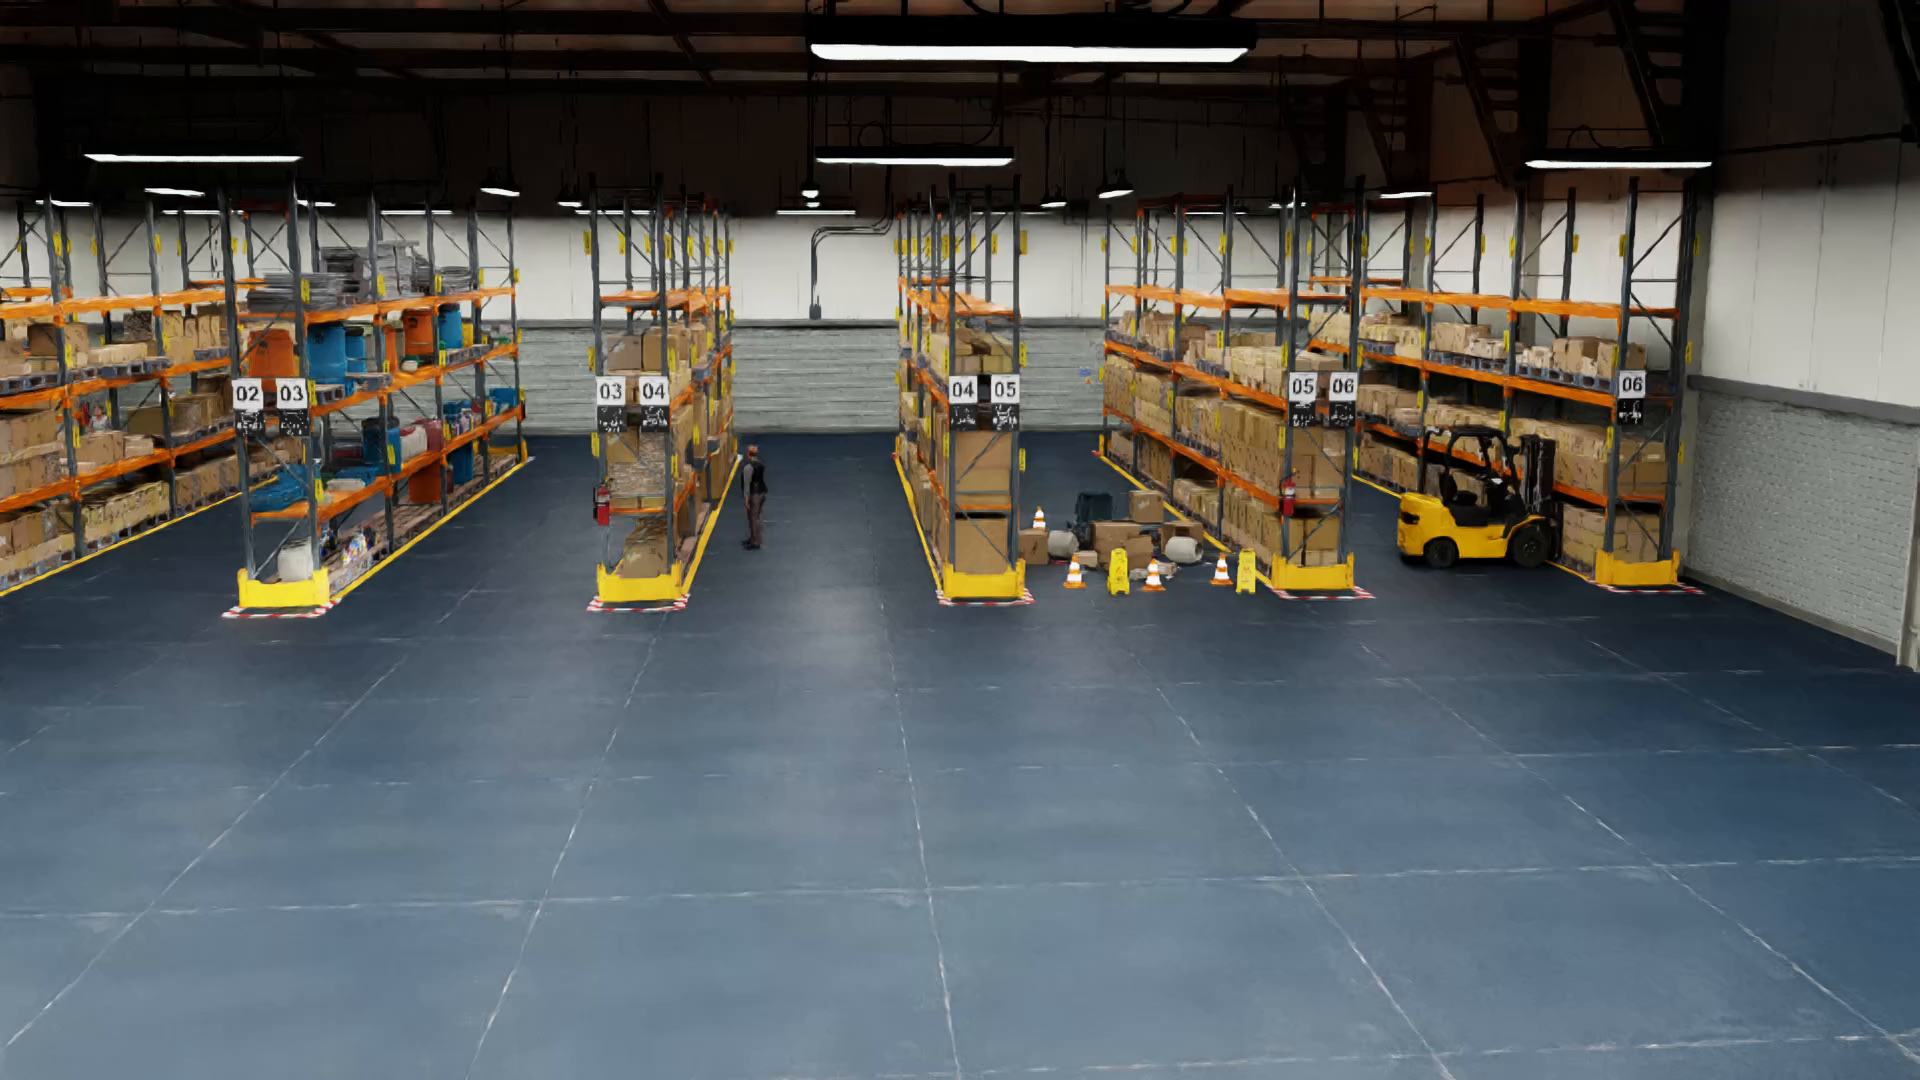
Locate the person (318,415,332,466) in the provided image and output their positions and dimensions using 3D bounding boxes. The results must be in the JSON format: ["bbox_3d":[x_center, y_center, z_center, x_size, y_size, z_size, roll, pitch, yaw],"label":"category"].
[{"bbox_3d":[-13.513,-2.018,35.438,0.346,1.597,0.538,-4,11,-20],"label":"person"}]

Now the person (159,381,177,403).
[{"bbox_3d":[-19.392,-3.006,40.653,0.509,1.738,0.715,4,11,22],"label":"person"}]

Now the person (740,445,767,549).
[{"bbox_3d":[-3.500,-0.733,27.810,0.504,1.722,0.581,4,11,22],"label":"person"}]

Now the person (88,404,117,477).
[{"bbox_3d":[-18.732,-2.168,36.360,0.580,1.619,0.507,-1,10,-7],"label":"person"}]
